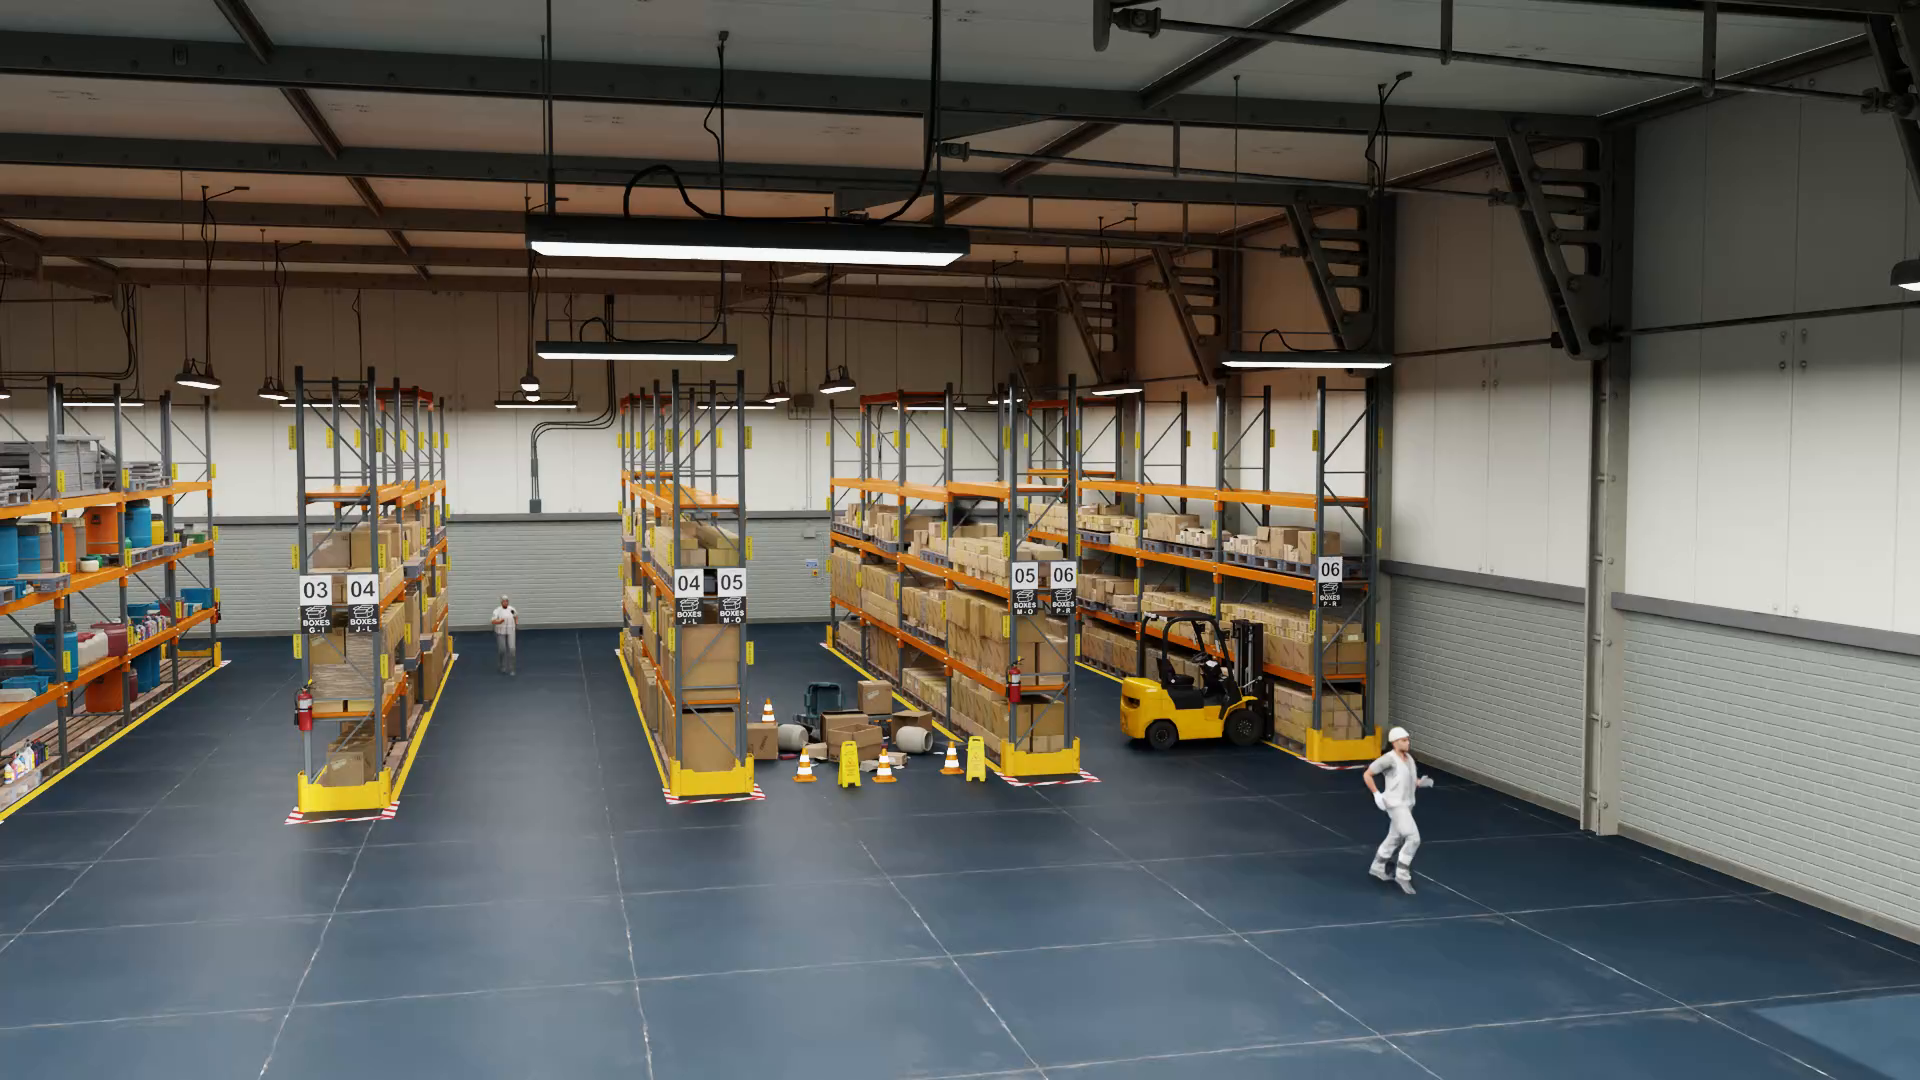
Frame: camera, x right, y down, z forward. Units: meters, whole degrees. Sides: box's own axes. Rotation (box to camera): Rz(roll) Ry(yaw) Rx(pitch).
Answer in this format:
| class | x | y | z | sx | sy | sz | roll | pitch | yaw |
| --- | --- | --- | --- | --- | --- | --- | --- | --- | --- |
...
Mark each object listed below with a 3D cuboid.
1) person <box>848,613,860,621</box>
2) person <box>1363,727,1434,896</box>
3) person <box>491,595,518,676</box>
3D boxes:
| class | x | y | z | sx | sy | sz | roll | pitch | yaw |
| --- | --- | --- | --- | --- | --- | --- | --- | --- | --- |
| person | -2.528 | 1.756 | 41.895 | 0.471 | 1.530 | 0.794 | 1 | 4 | 16 |
| person | 4.893 | 3.002 | 18.508 | 0.763 | 1.838 | 0.641 | 3 | 5 | 41 |
| person | -9.748 | 2.043 | 35.647 | 0.592 | 1.721 | 0.747 | -1 | 4 | -22 |
